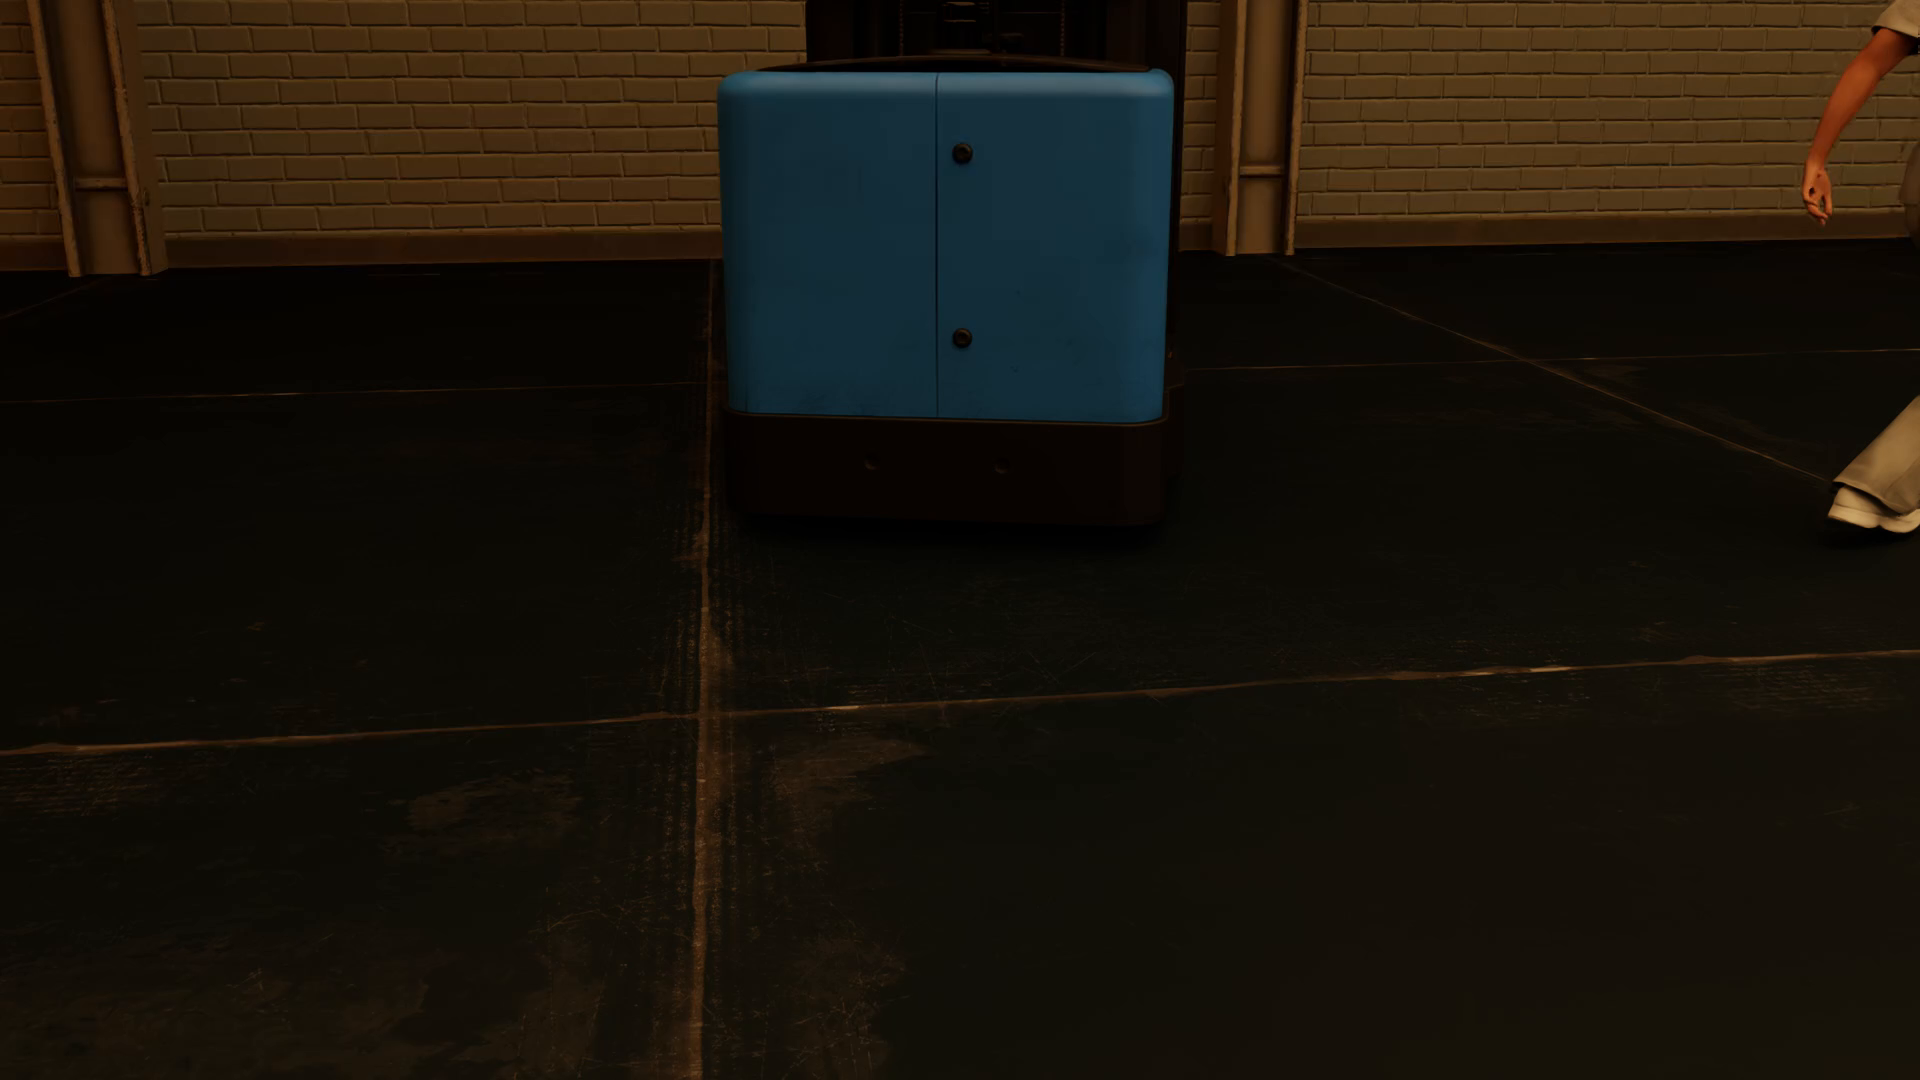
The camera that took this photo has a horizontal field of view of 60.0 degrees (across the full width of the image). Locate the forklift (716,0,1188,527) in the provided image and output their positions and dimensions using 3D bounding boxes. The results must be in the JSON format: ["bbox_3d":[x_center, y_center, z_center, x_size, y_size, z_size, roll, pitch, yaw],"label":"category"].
[{"bbox_3d":[0.133,-1.812,4.901,1.130,2.935,3.031,2,17,7],"label":"forklift"}]

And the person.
[{"bbox_3d":[2.410,-0.783,3.878,0.886,1.604,0.461,-9,19,-27],"label":"person"}]
